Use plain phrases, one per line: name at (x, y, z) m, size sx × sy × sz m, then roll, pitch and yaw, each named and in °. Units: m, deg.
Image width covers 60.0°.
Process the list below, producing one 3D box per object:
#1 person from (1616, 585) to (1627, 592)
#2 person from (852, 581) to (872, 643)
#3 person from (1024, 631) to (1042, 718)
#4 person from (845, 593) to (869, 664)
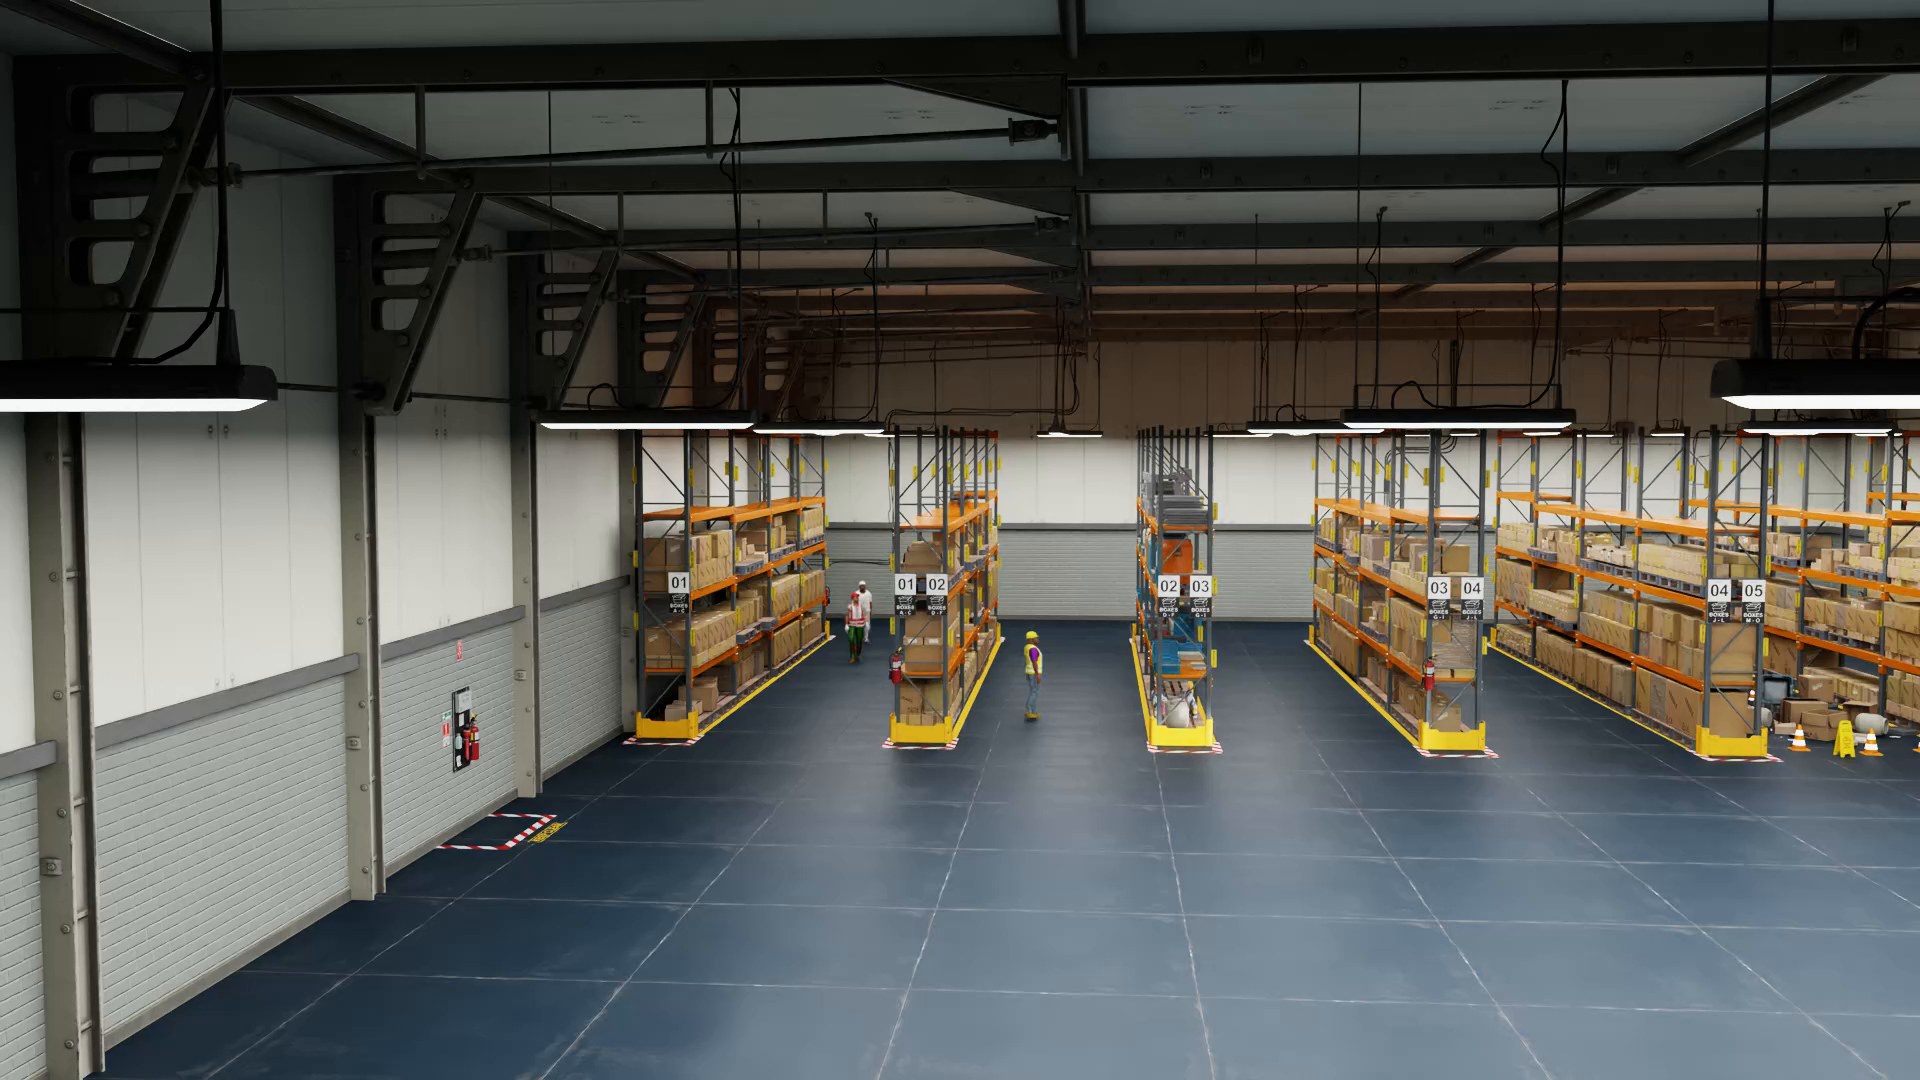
person at (18.832, 1.985, 47.569) m, size 1.058 × 1.724 × 0.631 m, roll 0°, pitch 3°, yaw 8°
person at (-2.761, 2.022, 47.033) m, size 0.585 × 1.718 × 1.003 m, roll 0°, pitch 3°, yaw -5°
person at (1.506, 2.770, 34.302) m, size 0.385 × 1.775 × 0.698 m, roll -1°, pitch 4°, yaw -15°
person at (-2.656, 2.261, 42.936) m, size 0.644 × 1.798 × 0.776 m, roll 0°, pitch 3°, yaw -2°
